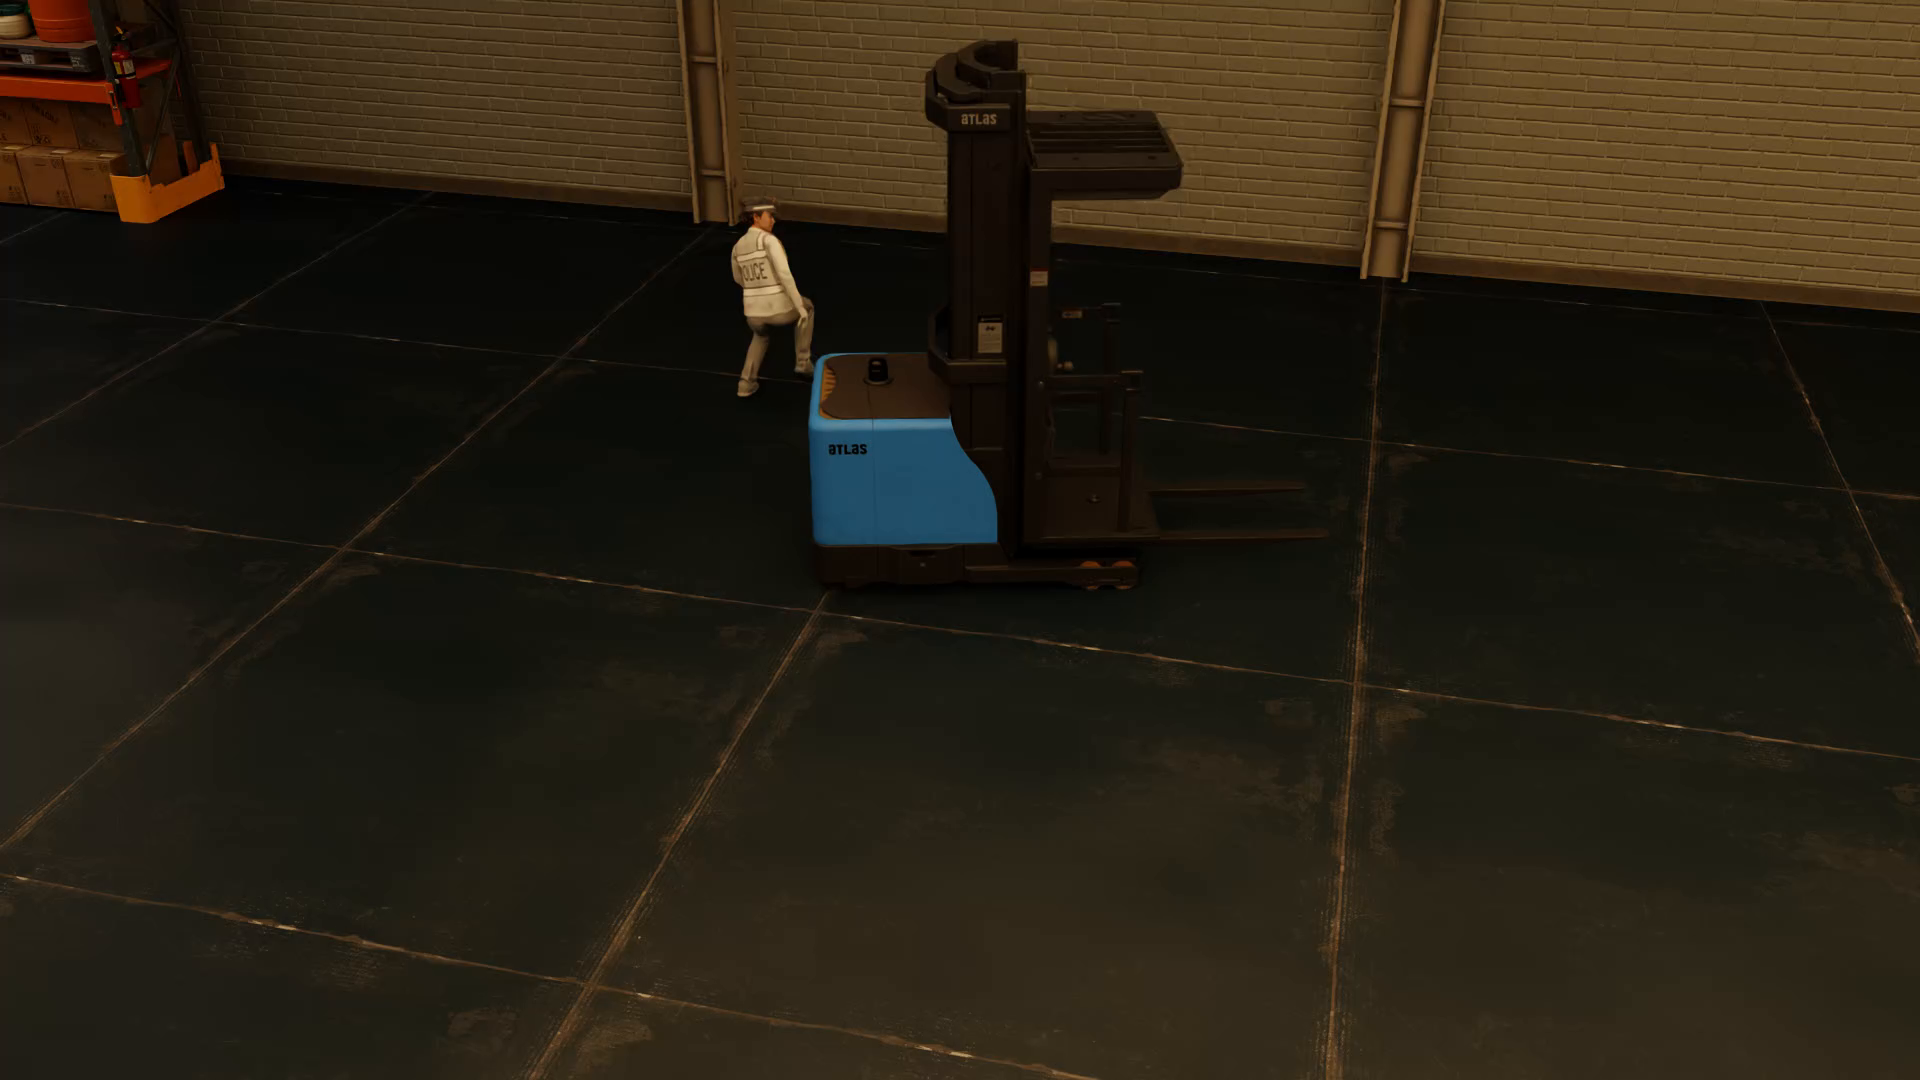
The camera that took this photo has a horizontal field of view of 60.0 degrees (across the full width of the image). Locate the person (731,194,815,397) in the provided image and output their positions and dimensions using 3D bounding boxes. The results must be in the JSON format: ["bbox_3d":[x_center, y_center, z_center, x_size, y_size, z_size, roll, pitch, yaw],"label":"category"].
[{"bbox_3d":[-1.284,-1.707,11.711,0.714,1.468,0.659,11,31,18],"label":"person"}]

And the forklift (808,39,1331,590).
[{"bbox_3d":[0.650,-1.247,9.371,3.031,2.935,1.130,-1,30,-2],"label":"forklift"}]
